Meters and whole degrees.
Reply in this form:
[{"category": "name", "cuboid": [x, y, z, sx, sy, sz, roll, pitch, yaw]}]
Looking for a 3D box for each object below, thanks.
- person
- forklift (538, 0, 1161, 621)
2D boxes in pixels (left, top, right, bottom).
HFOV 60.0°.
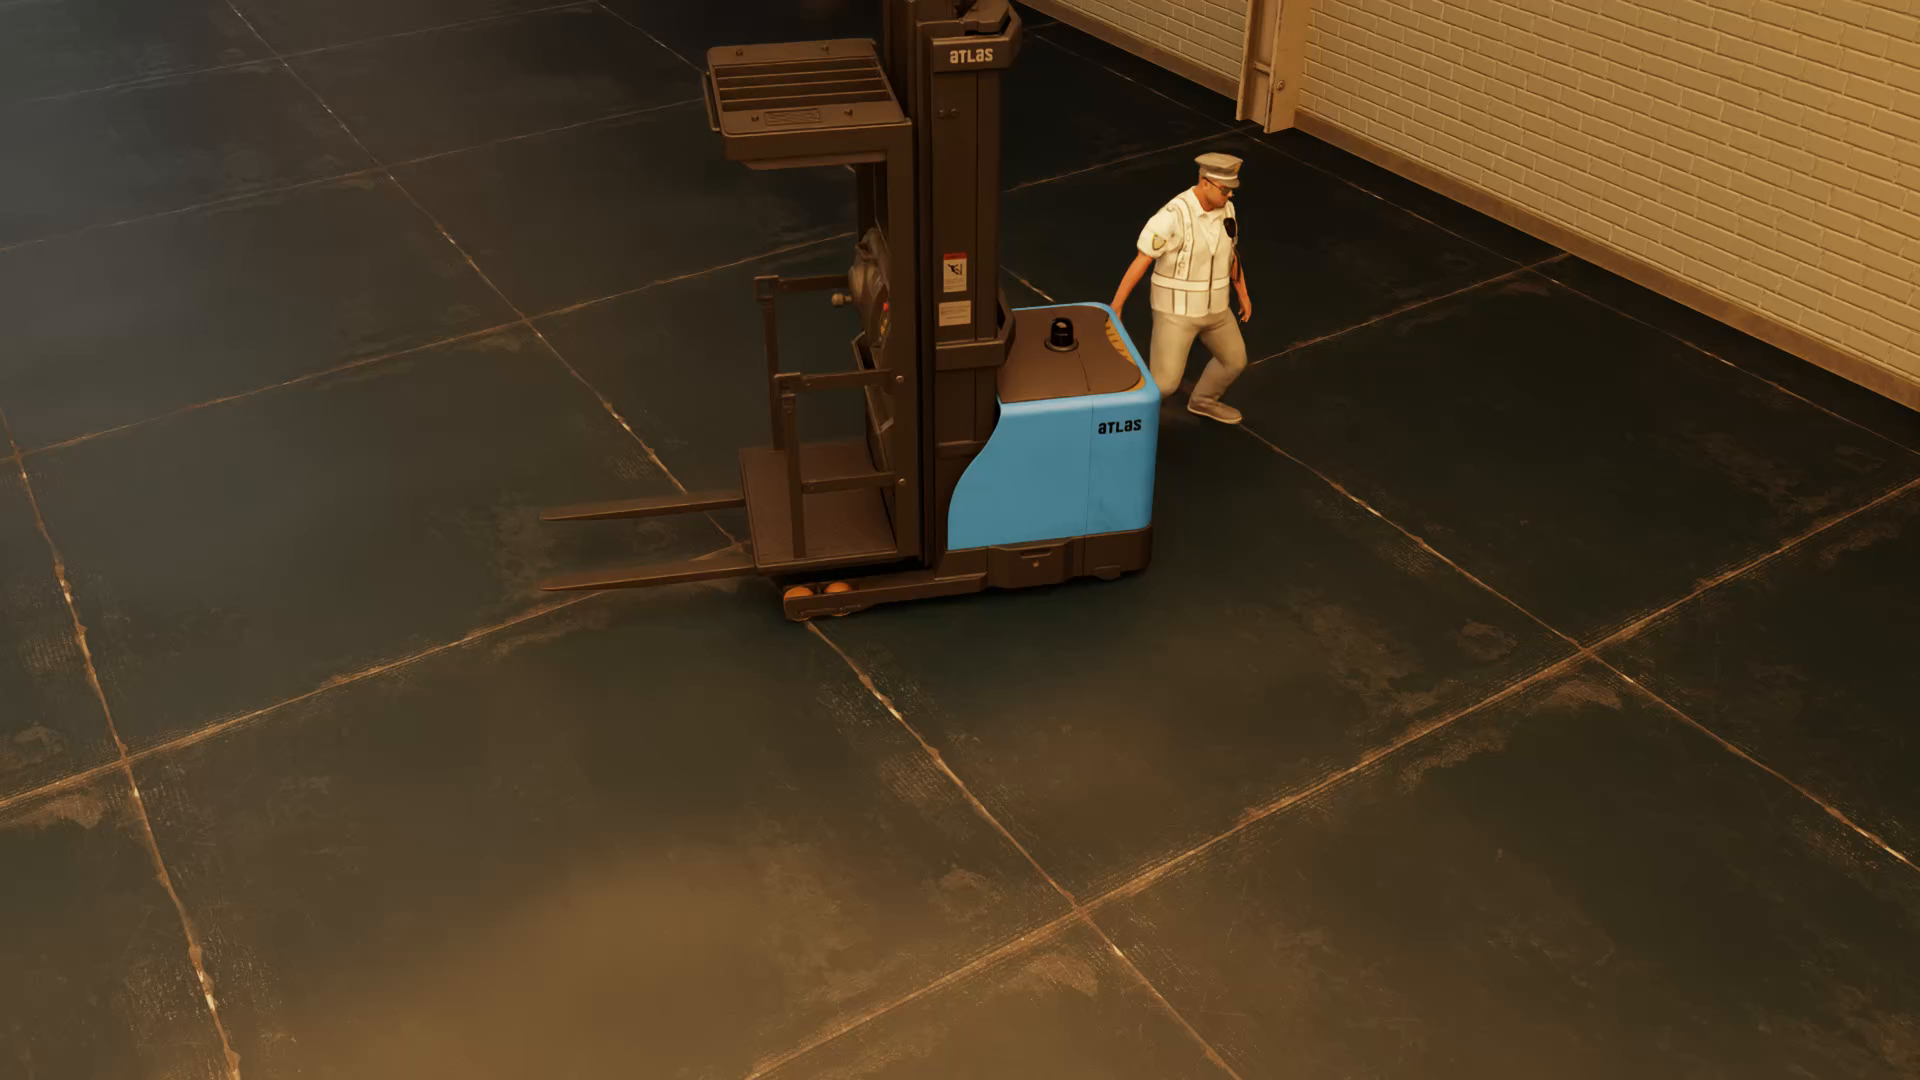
[{"category": "person", "cuboid": [1.210, -1.316, 9.131, 0.897, 1.671, 0.505, -16, 38, -22]}, {"category": "forklift", "cuboid": [-0.599, -1.134, 7.761, 3.031, 2.935, 1.130, -6, 36, -9]}]
